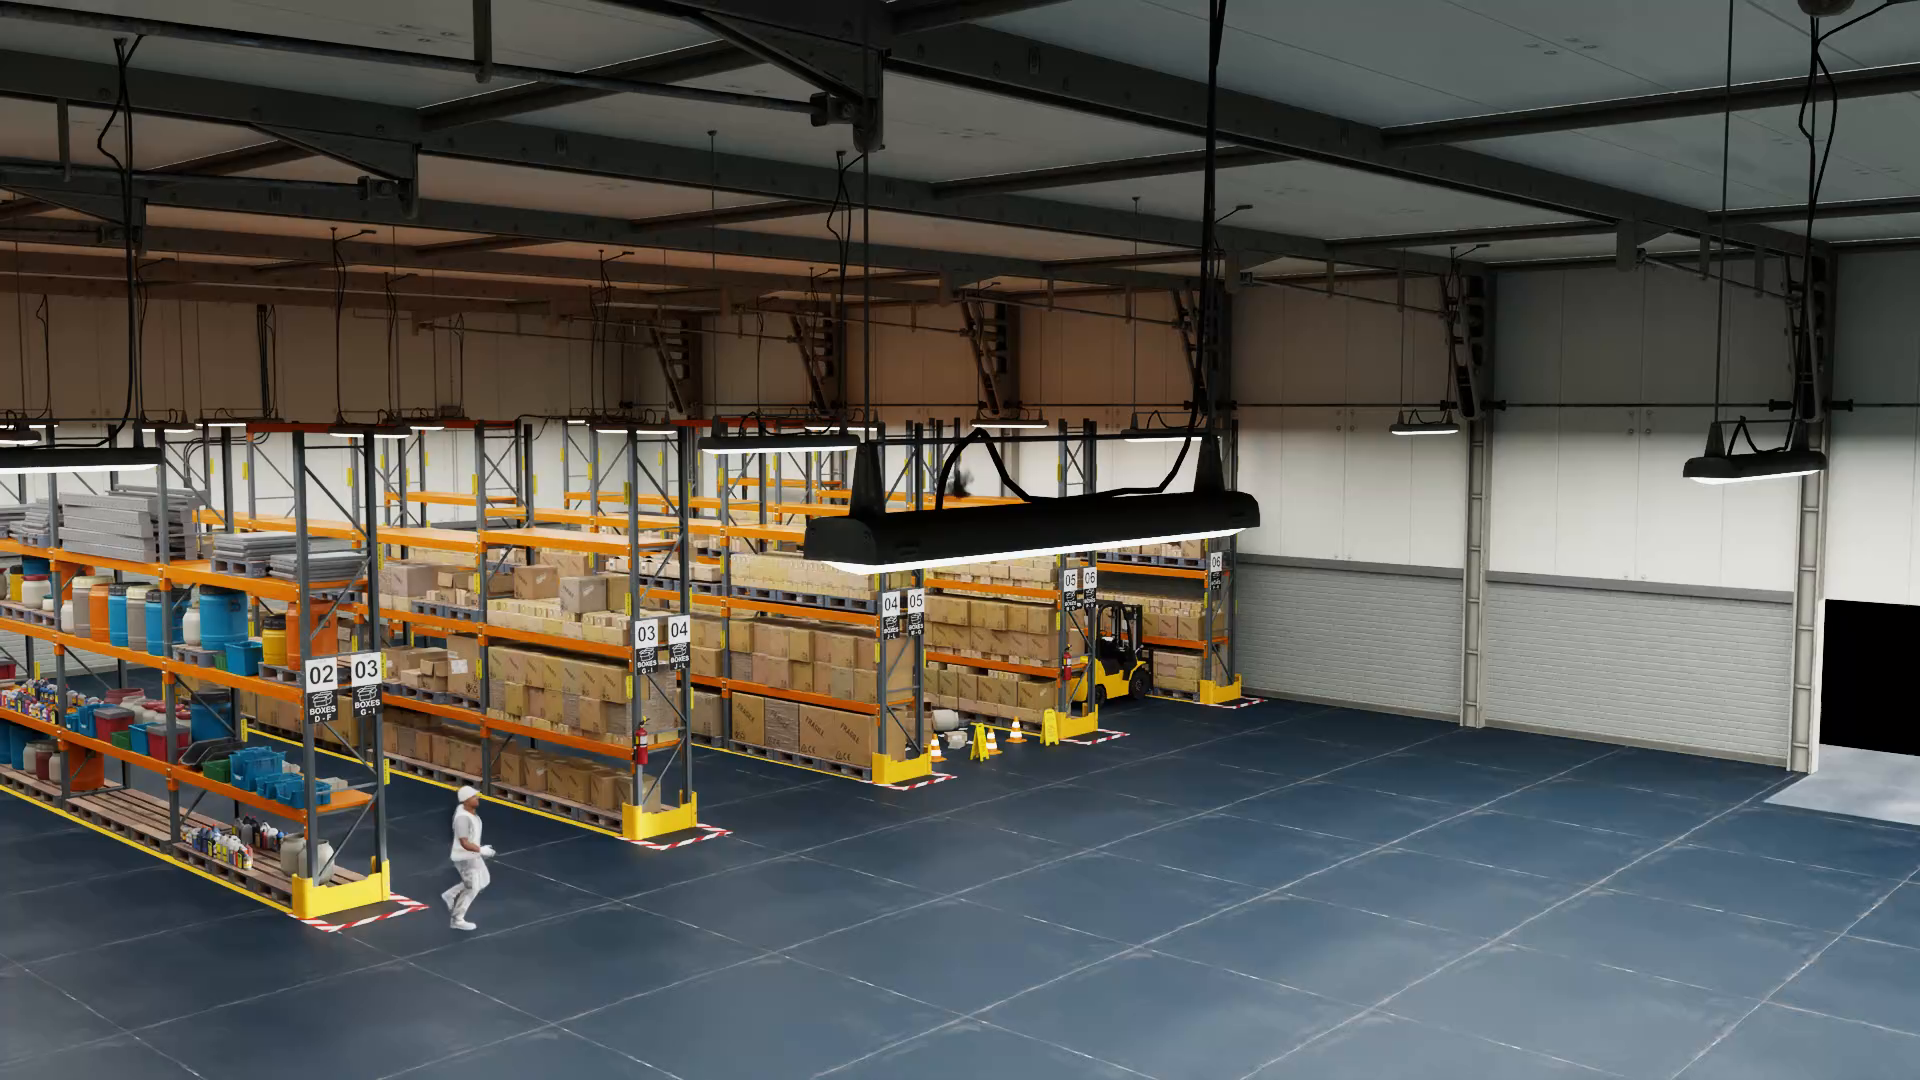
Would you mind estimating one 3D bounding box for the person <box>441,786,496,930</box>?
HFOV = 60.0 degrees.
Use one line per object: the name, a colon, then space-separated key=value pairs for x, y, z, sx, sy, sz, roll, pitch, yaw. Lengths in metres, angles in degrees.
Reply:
person: x=-5.953 y=3.825 z=20.127 sx=0.660 sy=1.739 sz=0.716 roll=-1 pitch=5 yaw=-12
